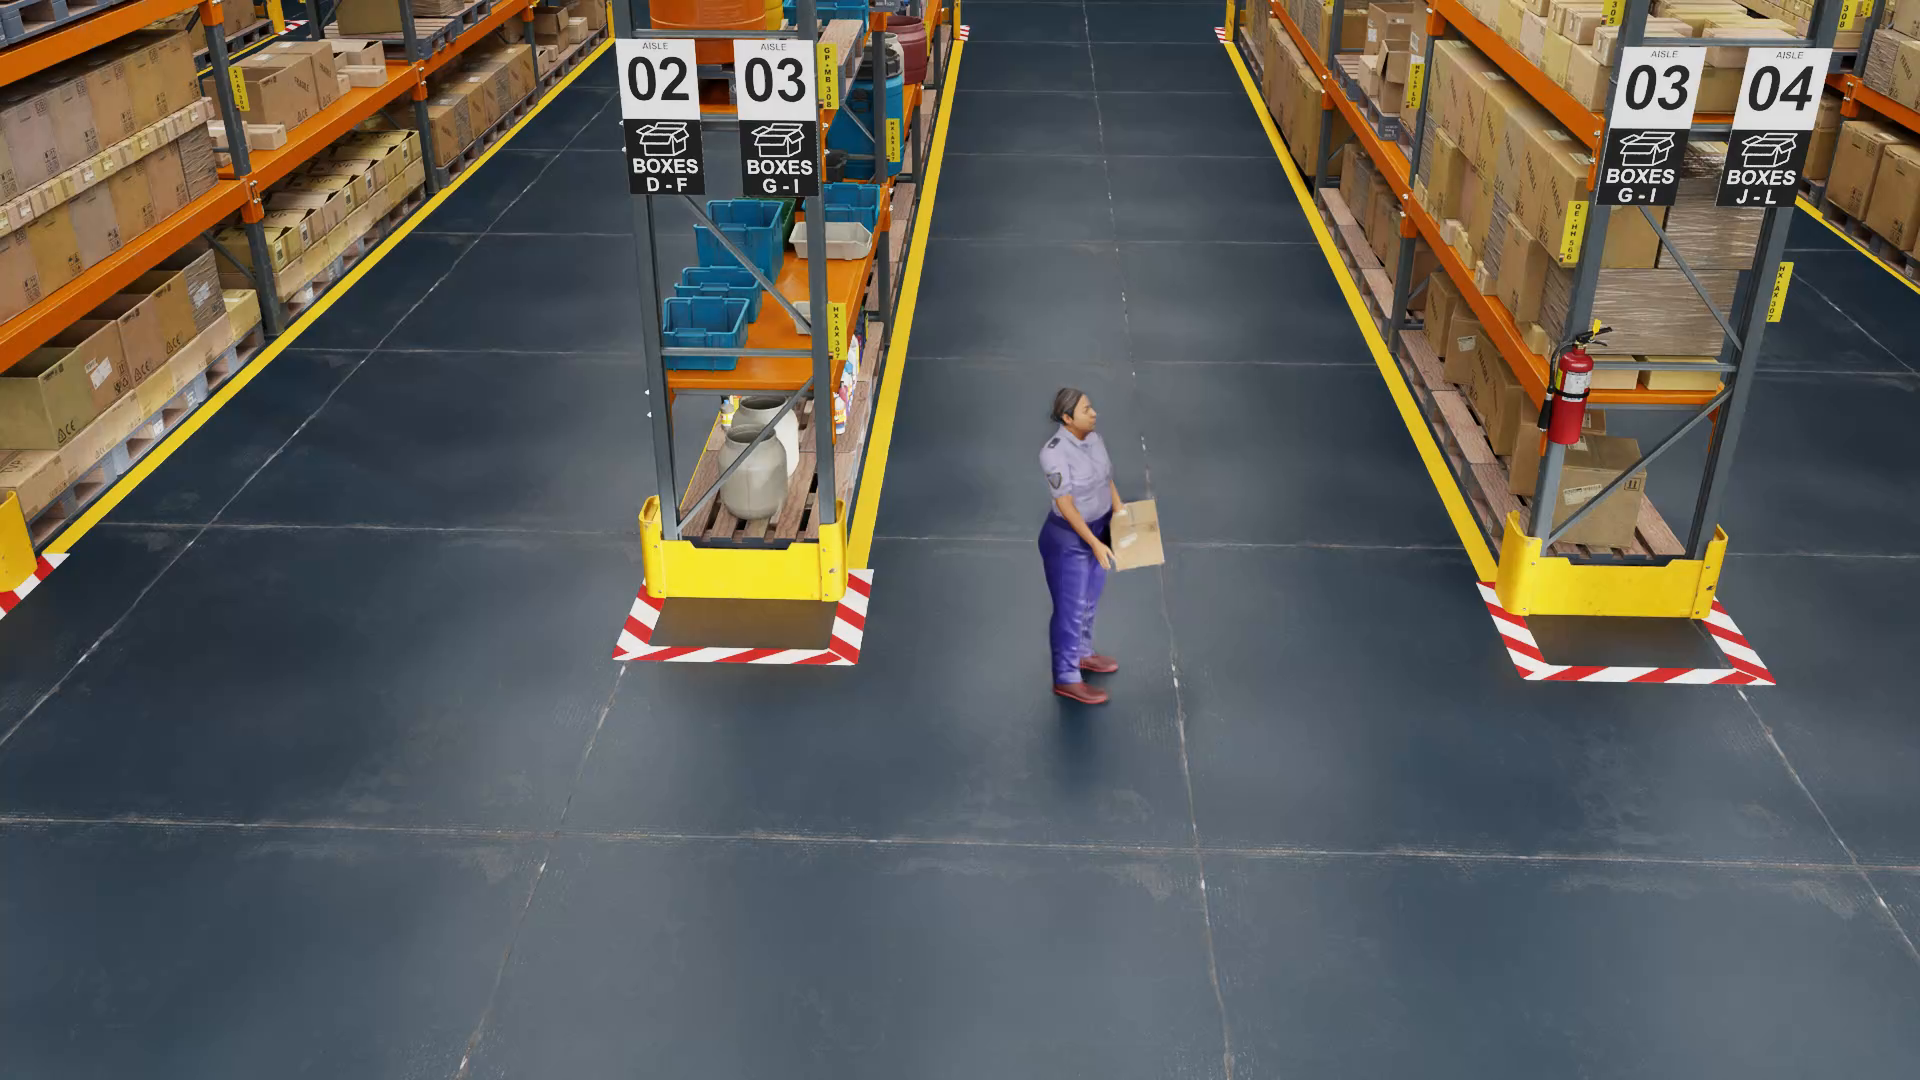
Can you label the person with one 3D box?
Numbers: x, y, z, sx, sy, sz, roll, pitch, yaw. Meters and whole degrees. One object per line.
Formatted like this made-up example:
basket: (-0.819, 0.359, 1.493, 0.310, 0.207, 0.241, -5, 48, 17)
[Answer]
person: (0.662, 0.011, 8.619, 0.478, 1.637, 0.505, 17, 33, 29)
